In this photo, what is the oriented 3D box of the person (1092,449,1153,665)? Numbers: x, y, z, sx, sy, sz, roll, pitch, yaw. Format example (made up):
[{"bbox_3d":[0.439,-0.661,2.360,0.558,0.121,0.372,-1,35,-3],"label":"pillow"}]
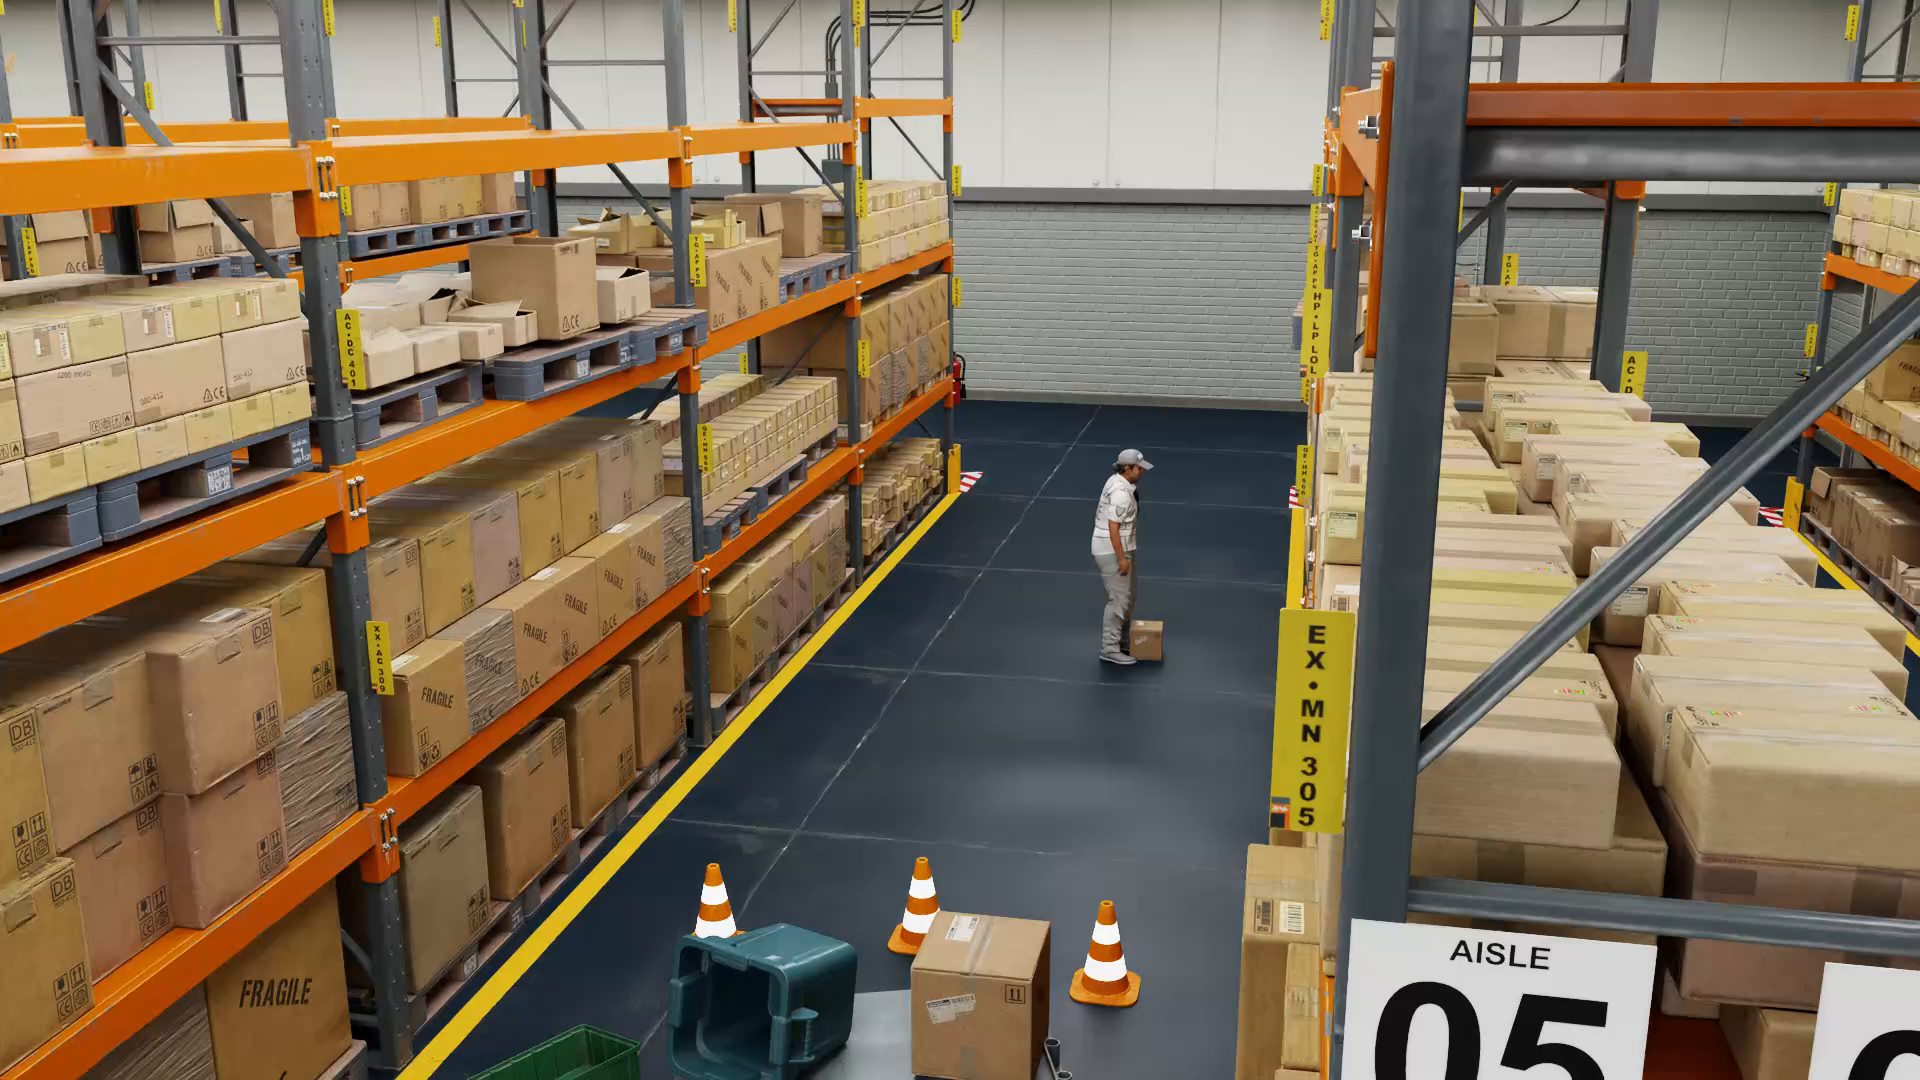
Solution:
[{"bbox_3d":[1.269,0.106,13.096,0.463,1.667,0.563,2,15,8],"label":"person"}]
